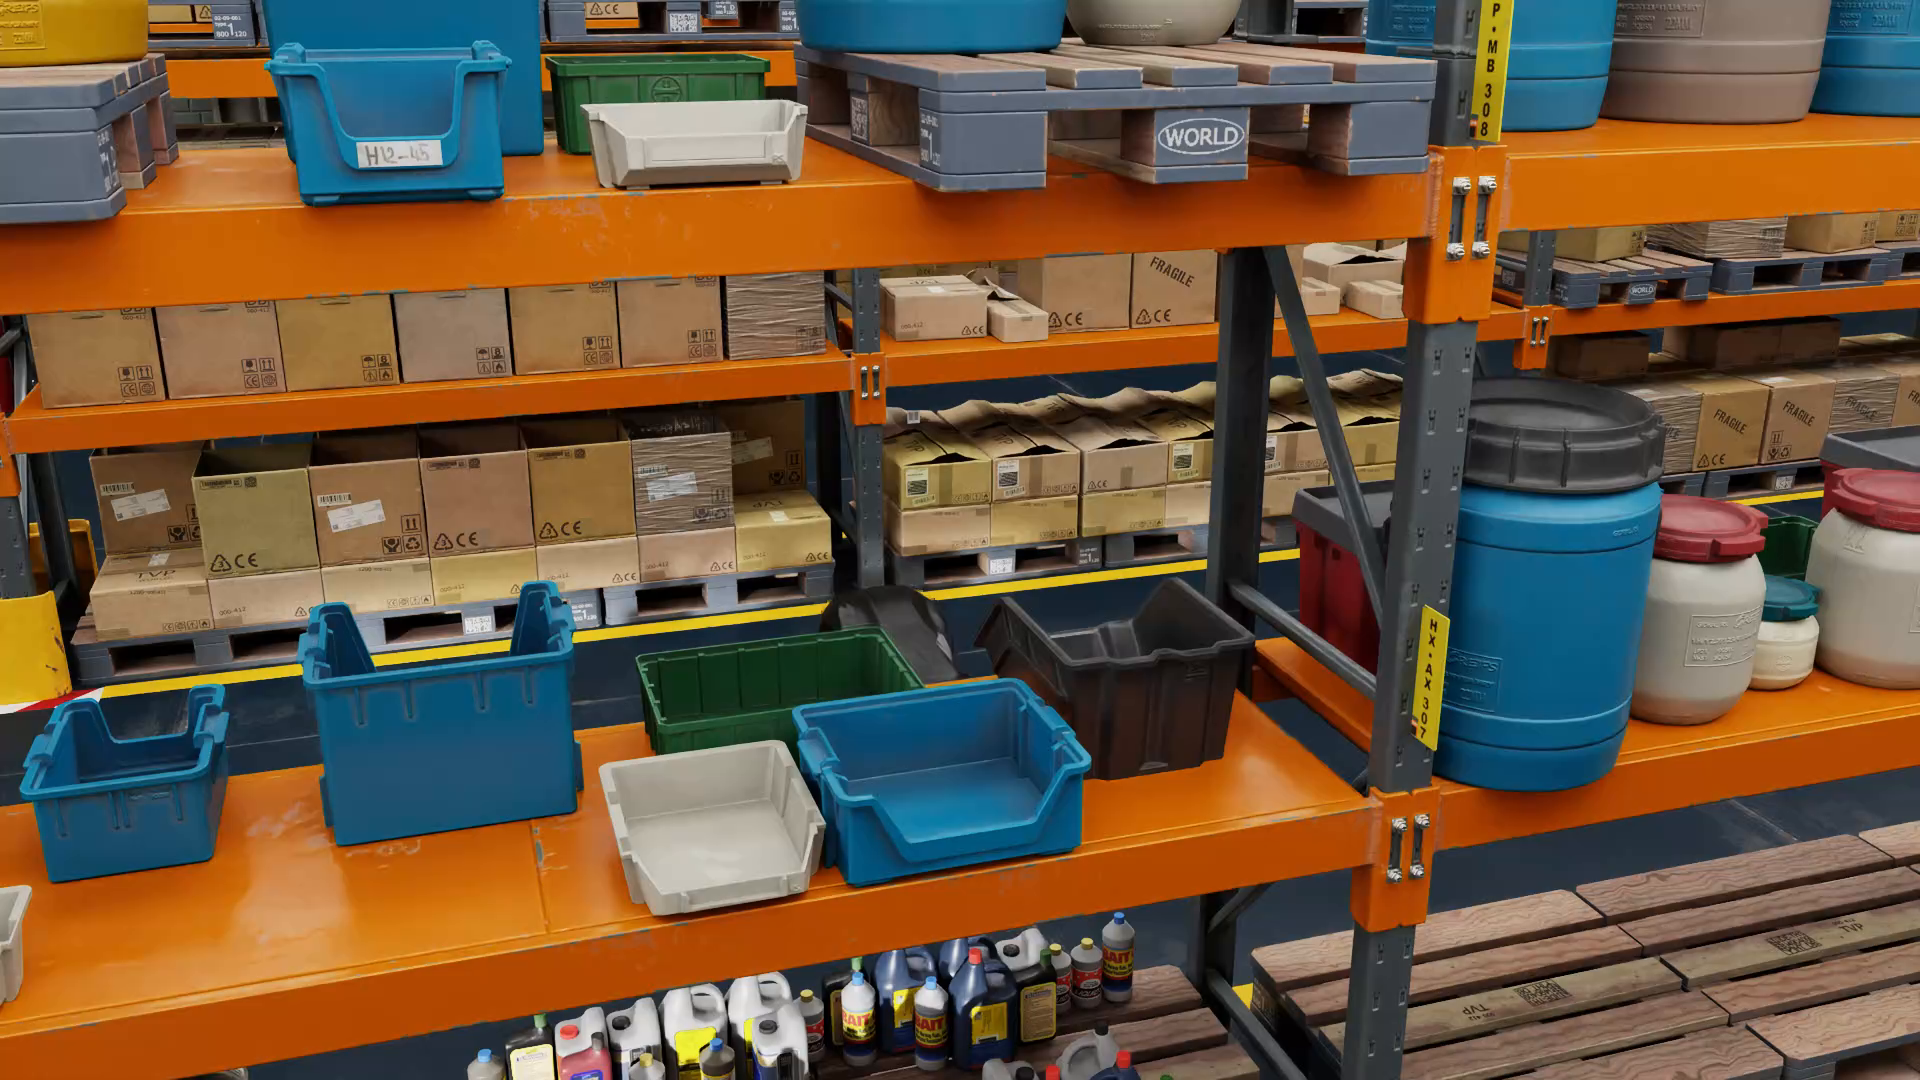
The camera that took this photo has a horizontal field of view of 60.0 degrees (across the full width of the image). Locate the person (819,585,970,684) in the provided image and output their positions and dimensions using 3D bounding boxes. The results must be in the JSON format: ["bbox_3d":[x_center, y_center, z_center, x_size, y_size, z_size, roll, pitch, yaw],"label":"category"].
[{"bbox_3d":[-0.198,0.719,6.105,0.496,1.014,0.948,-7,20,-20],"label":"person"}]
